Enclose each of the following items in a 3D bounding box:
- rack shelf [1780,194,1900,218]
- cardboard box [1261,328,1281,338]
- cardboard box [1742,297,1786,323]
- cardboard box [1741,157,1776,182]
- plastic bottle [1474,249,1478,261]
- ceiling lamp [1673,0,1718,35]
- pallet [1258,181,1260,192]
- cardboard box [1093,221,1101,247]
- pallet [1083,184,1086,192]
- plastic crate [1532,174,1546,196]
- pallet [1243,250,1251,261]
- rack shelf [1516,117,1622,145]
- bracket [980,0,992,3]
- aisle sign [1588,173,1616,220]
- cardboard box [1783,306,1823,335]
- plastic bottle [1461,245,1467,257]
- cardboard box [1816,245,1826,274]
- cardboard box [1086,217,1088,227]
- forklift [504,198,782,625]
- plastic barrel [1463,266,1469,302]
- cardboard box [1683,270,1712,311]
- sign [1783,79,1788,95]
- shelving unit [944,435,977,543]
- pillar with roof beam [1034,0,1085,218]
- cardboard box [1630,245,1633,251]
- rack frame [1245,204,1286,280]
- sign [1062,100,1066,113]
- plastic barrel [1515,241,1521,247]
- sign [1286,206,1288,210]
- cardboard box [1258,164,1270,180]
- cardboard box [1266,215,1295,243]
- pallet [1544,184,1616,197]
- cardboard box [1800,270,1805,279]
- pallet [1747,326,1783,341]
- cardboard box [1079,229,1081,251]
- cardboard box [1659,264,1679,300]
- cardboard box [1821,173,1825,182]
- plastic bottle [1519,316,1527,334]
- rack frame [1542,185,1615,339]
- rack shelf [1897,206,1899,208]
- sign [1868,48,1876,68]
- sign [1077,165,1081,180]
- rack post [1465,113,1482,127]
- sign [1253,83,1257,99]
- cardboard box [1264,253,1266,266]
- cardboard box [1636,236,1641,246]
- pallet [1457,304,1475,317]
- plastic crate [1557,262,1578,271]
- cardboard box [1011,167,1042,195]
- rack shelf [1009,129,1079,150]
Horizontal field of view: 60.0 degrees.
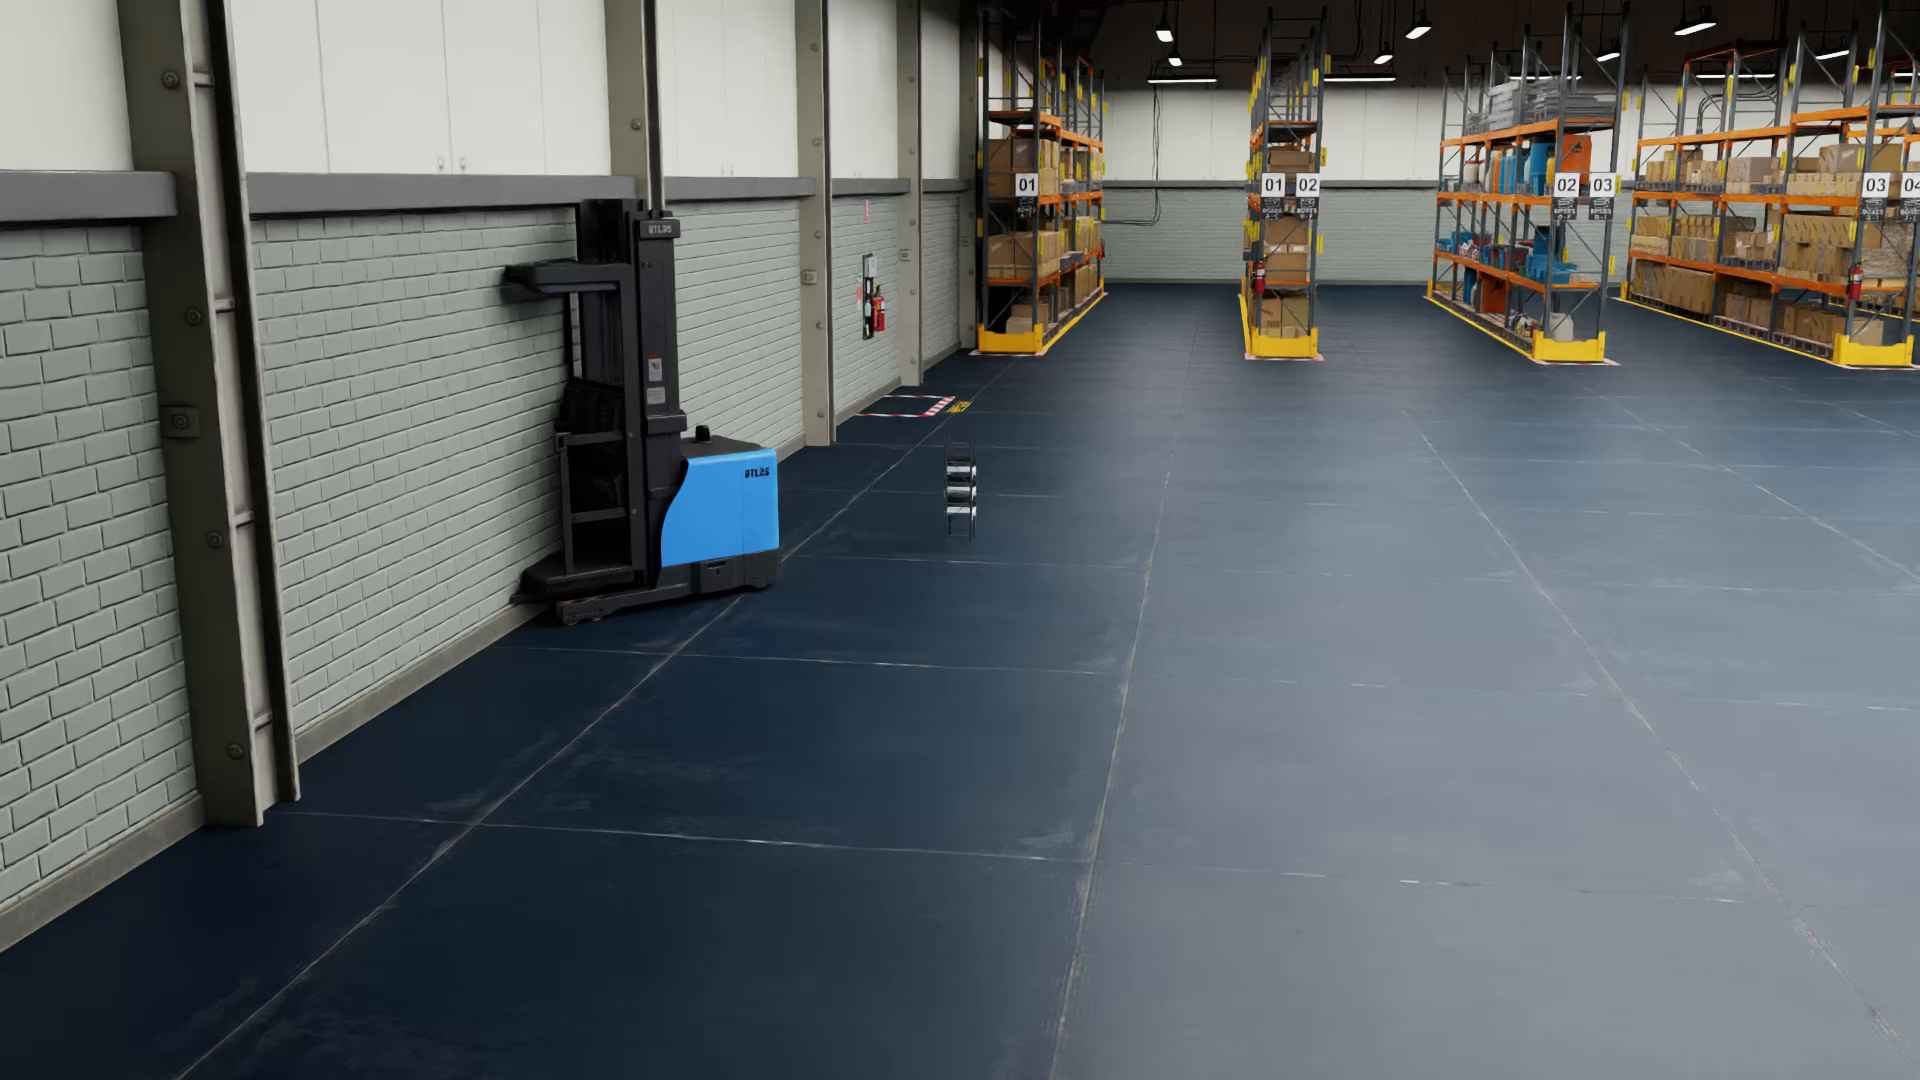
[{"bbox_3d":[15.906,-5.996,29.784,1.077,0.370,4.000,2,12,9],"label":"rack shelf"},{"bbox_3d":[5.601,-3.769,30.393,0.500,0.250,0.500,2,12,9],"label":"cardboard box"},{"bbox_3d":[16.593,-4.749,34.300,0.700,0.500,0.500,3,13,13],"label":"cardboard box"},{"bbox_3d":[16.351,-7.590,34.049,0.500,0.500,0.500,2,12,7],"label":"cardboard box"},{"bbox_3d":[11.677,-6.438,37.553,0.097,0.271,0.097,0,12,0],"label":"plastic bottle"},{"bbox_3d":[14.065,-11.126,30.903,0.800,3.185,2.000,2,12,9],"label":"ceiling lamp"},{"bbox_3d":[6.320,-6.864,32.315,1.003,0.211,1.213,2,12,9],"label":"pallet"},{"bbox_3d":[3.308,-8.317,45.256,0.980,0.700,0.700,2,12,11],"label":"cardboard box"},{"bbox_3d":[2.669,-8.625,40.729,0.805,0.209,1.217,1,12,6],"label":"pallet"},{"bbox_3d":[10.700,-6.491,30.410,0.392,0.384,0.575,2,12,9],"label":"plastic crate"},{"bbox_3d":[7.076,-6.502,37.998,1.213,0.211,1.003,2,12,9],"label":"pallet"},{"bbox_3d":[11.012,-7.427,30.255,1.077,0.370,4.000,2,12,9],"label":"rack shelf"},{"bbox_3d":[0.455,-9.715,29.667,0.235,0.232,0.430,2,12,9],"label":"bracket"},{"bbox_3d":[10.983,-5.872,28.450,0.394,0.787,0.004,2,12,9],"label":"aisle sign"},{"bbox_3d":[16.113,-4.199,31.795,0.500,0.500,0.500,1,12,7],"label":"cardboard box"},{"bbox_3d":[12.046,-6.903,39.698,0.152,0.276,0.135,2,12,9],"label":"plastic bottle"},{"bbox_3d":[15.788,-4.984,29.555,0.875,0.500,0.500,2,12,9],"label":"cardboard box"},{"bbox_3d":[2.854,-7.804,40.813,0.500,0.250,0.500,2,12,10],"label":"cardboard box"},{"bbox_3d":[-2.844,-0.957,11.979,3.031,2.935,1.130,-9,15,-37],"label":"forklift"},{"bbox_3d":[12.450,-6.190,40.082,0.600,0.901,0.708,2,12,9],"label":"plastic barrel"},{"bbox_3d":[17.100,-5.625,37.523,1.225,0.875,0.875,2,12,9],"label":"cardboard box"},{"bbox_3d":[17.367,-9.543,35.009,0.100,0.325,0.005,2,12,9],"label":"sign"},{"bbox_3d":[0.001,-0.442,14.406,0.258,0.900,0.210,2,12,9],"label":"shelving unit"},{"bbox_3d":[6.268,-10.412,41.445,9.100,9.000,0.548,2,12,9],"label":"pillar with roof beam"},{"bbox_3d":[17.679,-7.610,43.280,0.380,0.149,0.250,2,12,9],"label":"cardboard box"},{"bbox_3d":[8.272,-8.118,45.040,1.000,3.000,0.127,2,12,9],"label":"rack frame"},{"bbox_3d":[2.829,-11.763,45.124,0.100,0.325,0.005,2,12,9],"label":"sign"},{"bbox_3d":[11.988,-6.125,35.527,0.421,0.512,0.421,0,12,0],"label":"plastic barrel"},{"bbox_3d":[8.817,-8.816,44.782,0.100,0.325,0.005,2,12,9],"label":"sign"},{"bbox_3d":[5.813,-6.847,30.909,0.500,0.311,0.500,3,13,15],"label":"cardboard box"},{"bbox_3d":[5.979,-5.687,30.447,0.700,0.500,0.500,2,12,7],"label":"cardboard box"},{"bbox_3d":[10.929,-6.169,29.325,1.003,0.211,1.213,2,12,9],"label":"pallet"},{"bbox_3d":[15.716,-4.879,30.609,0.380,0.149,0.250,2,12,9],"label":"cardboard box"},{"bbox_3d":[16.332,-4.097,33.002,1.003,0.211,1.213,2,12,9],"label":"pallet"},{"bbox_3d":[2.563,-7.018,38.945,0.500,0.500,0.500,2,12,11],"label":"cardboard box"},{"bbox_3d":[17.625,-6.265,40.489,0.875,0.875,0.875,2,12,9],"label":"cardboard box"},{"bbox_3d":[15.690,-6.501,29.827,0.380,0.149,0.250,2,12,10],"label":"cardboard box"},{"bbox_3d":[10.663,-4.057,31.444,0.144,0.351,0.185,2,12,11],"label":"plastic bottle"},{"bbox_3d":[10.705,-4.626,28.837,1.000,3.000,0.127,2,12,9],"label":"rack frame"},{"bbox_3d":[22.022,-7.480,36.668,1.077,0.370,4.000,2,12,9],"label":"rack shelf"},{"bbox_3d":[15.053,-7.954,27.448,0.100,0.325,0.005,2,12,9],"label":"sign"},{"bbox_3d":[2.682,-8.313,37.600,0.100,0.325,0.005,2,12,9],"label":"sign"},{"bbox_3d":[12.390,-9.845,38.995,0.937,0.300,0.954,2,12,8],"label":"rack post"},{"bbox_3d":[6.504,-9.896,36.646,0.100,0.325,0.005,2,12,9],"label":"sign"},{"bbox_3d":[6.131,-5.255,31.520,0.700,0.500,0.500,2,12,10],"label":"cardboard box"},{"bbox_3d":[17.645,-7.668,42.605,0.500,0.250,0.500,2,12,8],"label":"cardboard box"},{"bbox_3d":[12.205,-5.347,38.801,1.003,0.211,1.213,2,12,9],"label":"pallet"},{"bbox_3d":[11.418,-5.146,31.607,0.499,0.251,0.616,2,12,9],"label":"plastic crate"},{"bbox_3d":[1.214,-6.533,30.283,0.500,0.500,0.500,2,12,10],"label":"cardboard box"},{"bbox_3d":[1.838,-8.581,35.608,1.077,0.370,4.000,2,12,9],"label":"rack shelf"}]
